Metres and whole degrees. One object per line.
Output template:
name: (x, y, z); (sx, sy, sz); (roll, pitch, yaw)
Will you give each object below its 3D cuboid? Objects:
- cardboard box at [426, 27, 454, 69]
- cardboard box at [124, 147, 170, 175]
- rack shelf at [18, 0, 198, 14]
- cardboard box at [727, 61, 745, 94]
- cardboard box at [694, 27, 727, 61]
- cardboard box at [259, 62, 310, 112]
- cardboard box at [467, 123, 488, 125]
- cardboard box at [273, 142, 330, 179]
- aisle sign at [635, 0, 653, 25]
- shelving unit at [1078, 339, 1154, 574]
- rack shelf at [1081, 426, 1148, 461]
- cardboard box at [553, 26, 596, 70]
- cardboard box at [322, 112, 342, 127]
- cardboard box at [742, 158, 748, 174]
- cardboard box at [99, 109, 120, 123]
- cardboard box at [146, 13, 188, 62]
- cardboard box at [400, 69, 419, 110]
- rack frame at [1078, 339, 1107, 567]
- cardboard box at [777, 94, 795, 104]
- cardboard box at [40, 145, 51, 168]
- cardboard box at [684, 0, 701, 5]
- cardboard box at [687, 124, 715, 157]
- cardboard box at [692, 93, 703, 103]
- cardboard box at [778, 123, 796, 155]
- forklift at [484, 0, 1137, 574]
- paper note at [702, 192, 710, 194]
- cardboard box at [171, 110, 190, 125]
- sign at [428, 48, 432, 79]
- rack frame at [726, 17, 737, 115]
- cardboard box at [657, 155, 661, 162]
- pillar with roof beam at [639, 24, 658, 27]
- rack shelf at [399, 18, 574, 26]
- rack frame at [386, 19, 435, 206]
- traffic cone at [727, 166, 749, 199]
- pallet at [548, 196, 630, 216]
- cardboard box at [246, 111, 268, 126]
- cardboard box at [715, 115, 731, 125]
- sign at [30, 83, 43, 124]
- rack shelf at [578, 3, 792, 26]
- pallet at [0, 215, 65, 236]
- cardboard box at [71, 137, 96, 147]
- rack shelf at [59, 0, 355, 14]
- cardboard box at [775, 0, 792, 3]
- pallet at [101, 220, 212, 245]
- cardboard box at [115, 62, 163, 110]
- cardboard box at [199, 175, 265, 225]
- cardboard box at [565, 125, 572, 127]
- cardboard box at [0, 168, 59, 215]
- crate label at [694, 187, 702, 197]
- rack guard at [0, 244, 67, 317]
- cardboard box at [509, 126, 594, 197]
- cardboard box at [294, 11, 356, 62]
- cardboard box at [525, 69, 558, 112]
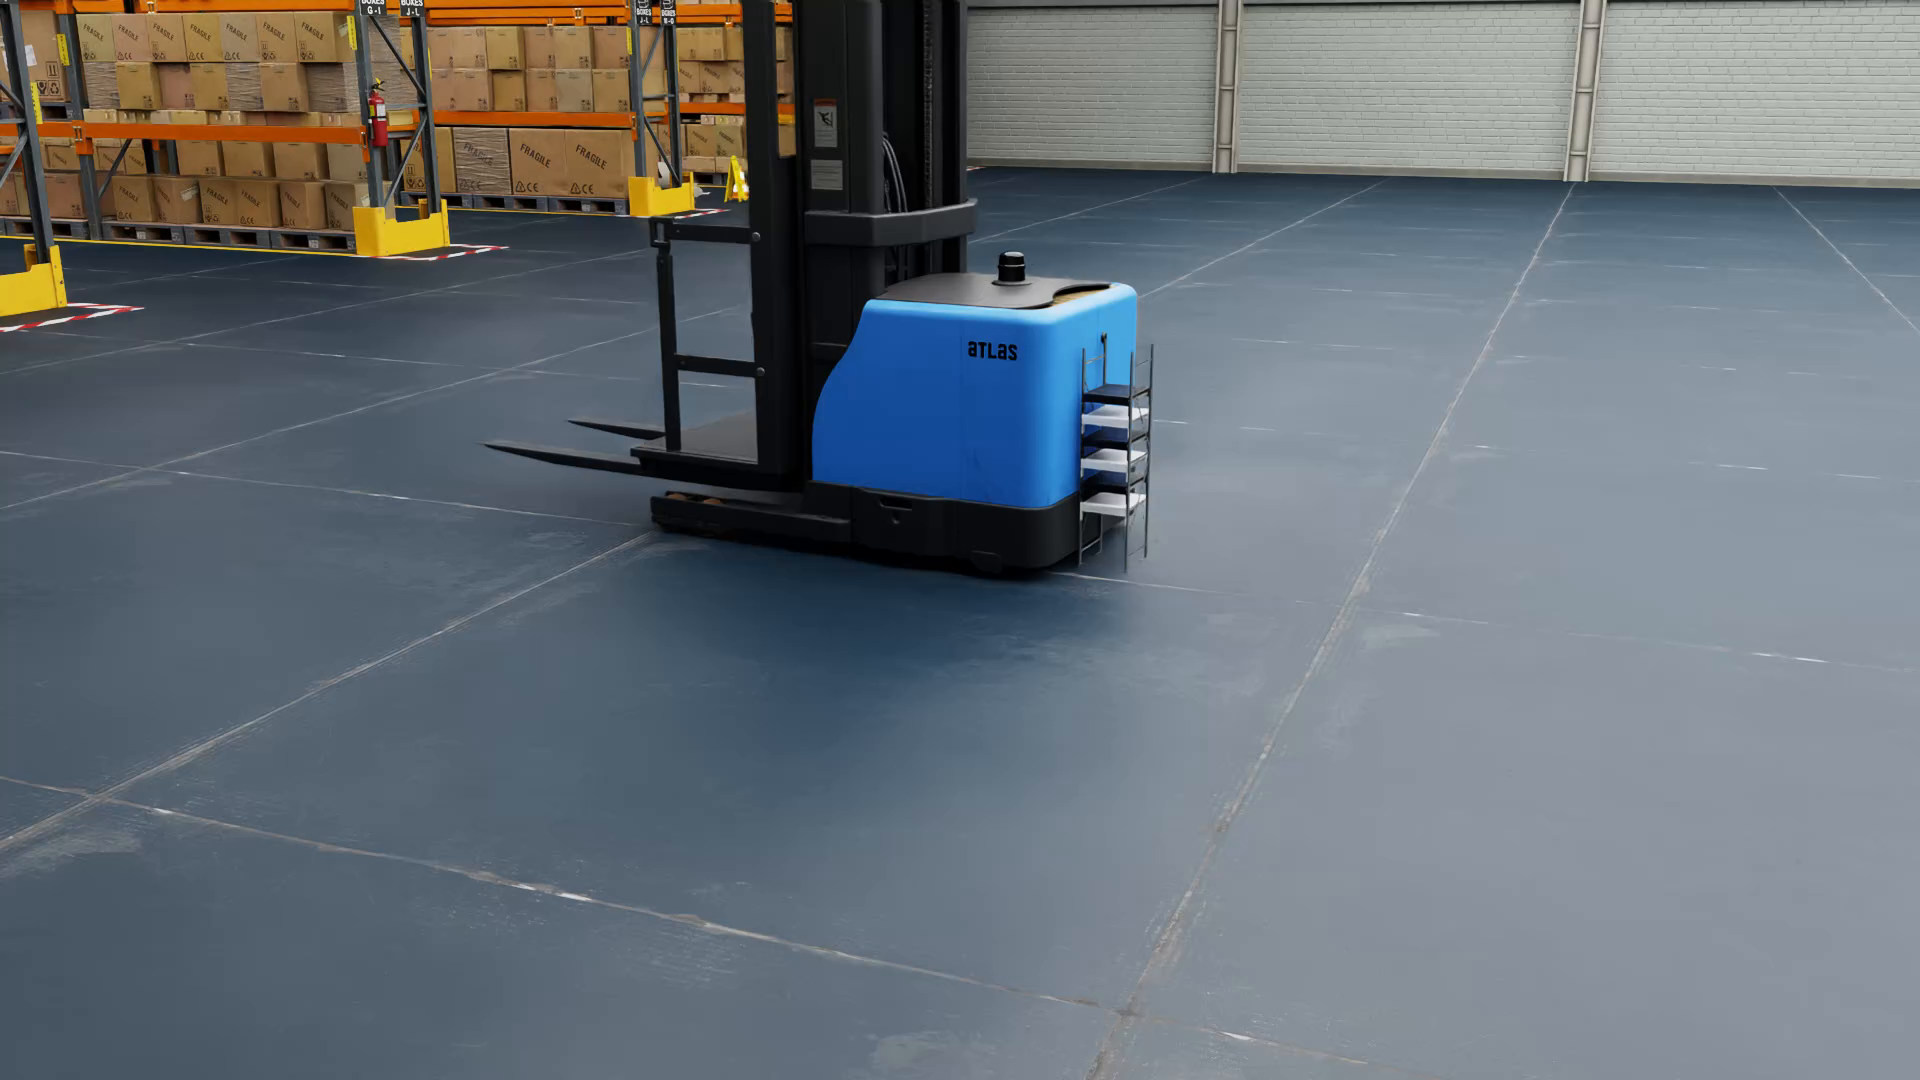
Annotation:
cardboard box: (-6.843, -6.762, 22.881); (0.550, 0.550, 0.875); (6, 17, 21)
cardboard box: (-12.157, -5.654, 25.001); (0.500, 0.500, 0.500); (6, 17, 20)
rack shelf: (-13.309, -7.953, 25.099); (4.000, 0.370, 1.077); (6, 17, 21)
cardboard box: (-3.354, -7.357, 26.421); (0.500, 0.500, 0.500); (6, 17, 21)
cardboard box: (-3.820, -7.875, 26.414); (0.500, 0.500, 0.700); (6, 17, 20)
cardboard box: (-6.931, -4.833, 17.730); (0.500, 0.500, 0.875); (6, 17, 21)
cardboard box: (-9.820, -8.379, 34.387); (0.500, 0.500, 0.500); (6, 17, 19)
cardboard box: (-9.234, -5.506, 24.040); (0.750, 0.750, 1.050); (6, 17, 21)
aisle sign: (-4.051, -6.999, 21.238); (0.004, 0.787, 0.394); (6, 17, 21)
shelving unit: (0.630, -0.339, 6.728); (0.210, 0.900, 0.258); (8, 18, 26)
rack shelf: (0.630, -0.394, 6.712); (0.200, 0.077, 0.258); (8, 18, 26)
cardboard box: (-4.883, -6.506, 21.999); (0.550, 0.550, 0.875); (6, 17, 21)
cardboard box: (-6.494, -4.440, 17.538); (0.250, 0.149, 0.380); (6, 17, 21)
cardboard box: (-3.157, -6.026, 26.729); (0.500, 0.250, 0.500); (6, 17, 20)
cardboard box: (-9.324, -4.719, 18.498); (0.250, 0.149, 0.380); (6, 17, 21)
cardboard box: (-8.385, -5.425, 17.975); (0.500, 0.500, 0.500); (6, 17, 21)
cardboard box: (-7.380, -6.282, 23.163); (0.550, 0.550, 0.875); (6, 17, 21)
rack frame: (0.539, -0.352, 6.773); (0.006, 0.900, 0.240); (8, 18, 26)
cardboard box: (-2.711, -6.991, 26.327); (0.250, 0.149, 0.380); (7, 18, 22)
cardboard box: (-14.087, -5.866, 25.730); (0.500, 0.500, 0.500); (7, 18, 23)
cardboard box: (-4.164, -8.559, 26.345); (0.250, 0.149, 0.380); (6, 17, 20)
cardboard box: (-4.079, -6.491, 26.986); (0.500, 0.500, 0.500); (6, 17, 19)
cardboard box: (-4.125, -7.153, 26.883); (0.250, 0.149, 0.380); (6, 17, 21)
cardboard box: (-2.955, -6.527, 27.111); (0.500, 0.500, 0.500); (6, 17, 19)
forklift: (-0.781, -1.541, 7.223); (3.031, 2.935, 1.130); (8, 18, 26)
paper note: (-3.894, -5.284, 25.320); (0.142, 0.019, 0.148); (0, 16, 1)
cardboard box: (-8.380, -4.626, 18.179); (0.250, 0.149, 0.380); (6, 17, 21)
sign: (-5.721, -5.116, 17.862); (0.005, 0.325, 0.100); (6, 17, 21)
rack frame: (-4.187, -8.826, 32.196); (0.127, 3.000, 1.000); (6, 17, 21)
cardboard box: (-5.055, -6.238, 27.458); (0.500, 0.250, 0.500); (7, 18, 24)
pillar with roof beam: (-7.945, -11.100, 29.269); (0.400, 9.000, 9.100); (6, 17, 21)
rack shelf: (-9.769, -10.535, 33.993); (4.000, 0.370, 1.077); (6, 17, 21)
rack frame: (-7.727, -6.244, 23.303); (0.127, 3.000, 1.000); (6, 17, 21)
traffic cone: (-3.249, -5.298, 24.593); (0.334, 0.463, 0.336); (6, 17, 21)
pallet: (-4.779, -4.558, 22.494); (1.213, 0.211, 1.003); (6, 17, 21)
cardboard box: (-7.430, -4.538, 17.875); (0.250, 0.149, 0.380); (6, 17, 21)
cardboard box: (-3.724, -6.743, 26.691); (0.250, 0.149, 0.380); (7, 17, 22)
sign: (-7.532, -3.550, 13.524); (0.005, 0.325, 0.100); (6, 17, 21)
rack shelf: (-4.145, -8.429, 26.738); (4.000, 0.370, 1.077); (6, 17, 21)
pallet: (-11.505, -3.833, 19.998); (1.213, 0.211, 1.003); (6, 17, 21)
cardboard box: (-13.122, -6.122, 25.266); (0.500, 0.250, 0.500); (7, 17, 22)
rack shelf: (-7.781, -5.859, 17.885); (4.000, 0.370, 1.077); (6, 17, 21)
cardboard box: (-2.719, -8.413, 25.844); (0.250, 0.149, 0.380); (6, 17, 21)
pallet: (-9.004, -3.570, 19.091); (1.213, 0.211, 1.003); (6, 17, 21)
cardboard box: (-8.793, -5.037, 18.431); (0.500, 0.500, 0.875); (6, 17, 21)
cardboard box: (-8.142, -3.819, 18.677); (0.500, 0.500, 0.500); (5, 17, 16)
cardboard box: (-8.198, -8.353, 34.295); (0.500, 0.500, 0.500); (7, 18, 23)
cardboard box: (-11.162, -4.158, 19.812); (0.500, 0.500, 0.700); (5, 17, 16)
crate label: (-4.003, -5.206, 24.860); (0.298, 0.136, 0.250); (-2, 16, -8)
rack guard: (-7.826, -2.070, 13.406); (0.348, 0.500, 1.175); (6, 17, 21)
cardboard box: (-5.481, -5.158, 22.619); (0.875, 0.875, 0.875); (6, 17, 20)
cardboard box: (-6.523, -5.222, 17.276); (0.500, 0.500, 0.500); (6, 17, 21)
cardboard box: (-5.363, -6.074, 22.447); (0.550, 0.550, 0.875); (6, 17, 21)
